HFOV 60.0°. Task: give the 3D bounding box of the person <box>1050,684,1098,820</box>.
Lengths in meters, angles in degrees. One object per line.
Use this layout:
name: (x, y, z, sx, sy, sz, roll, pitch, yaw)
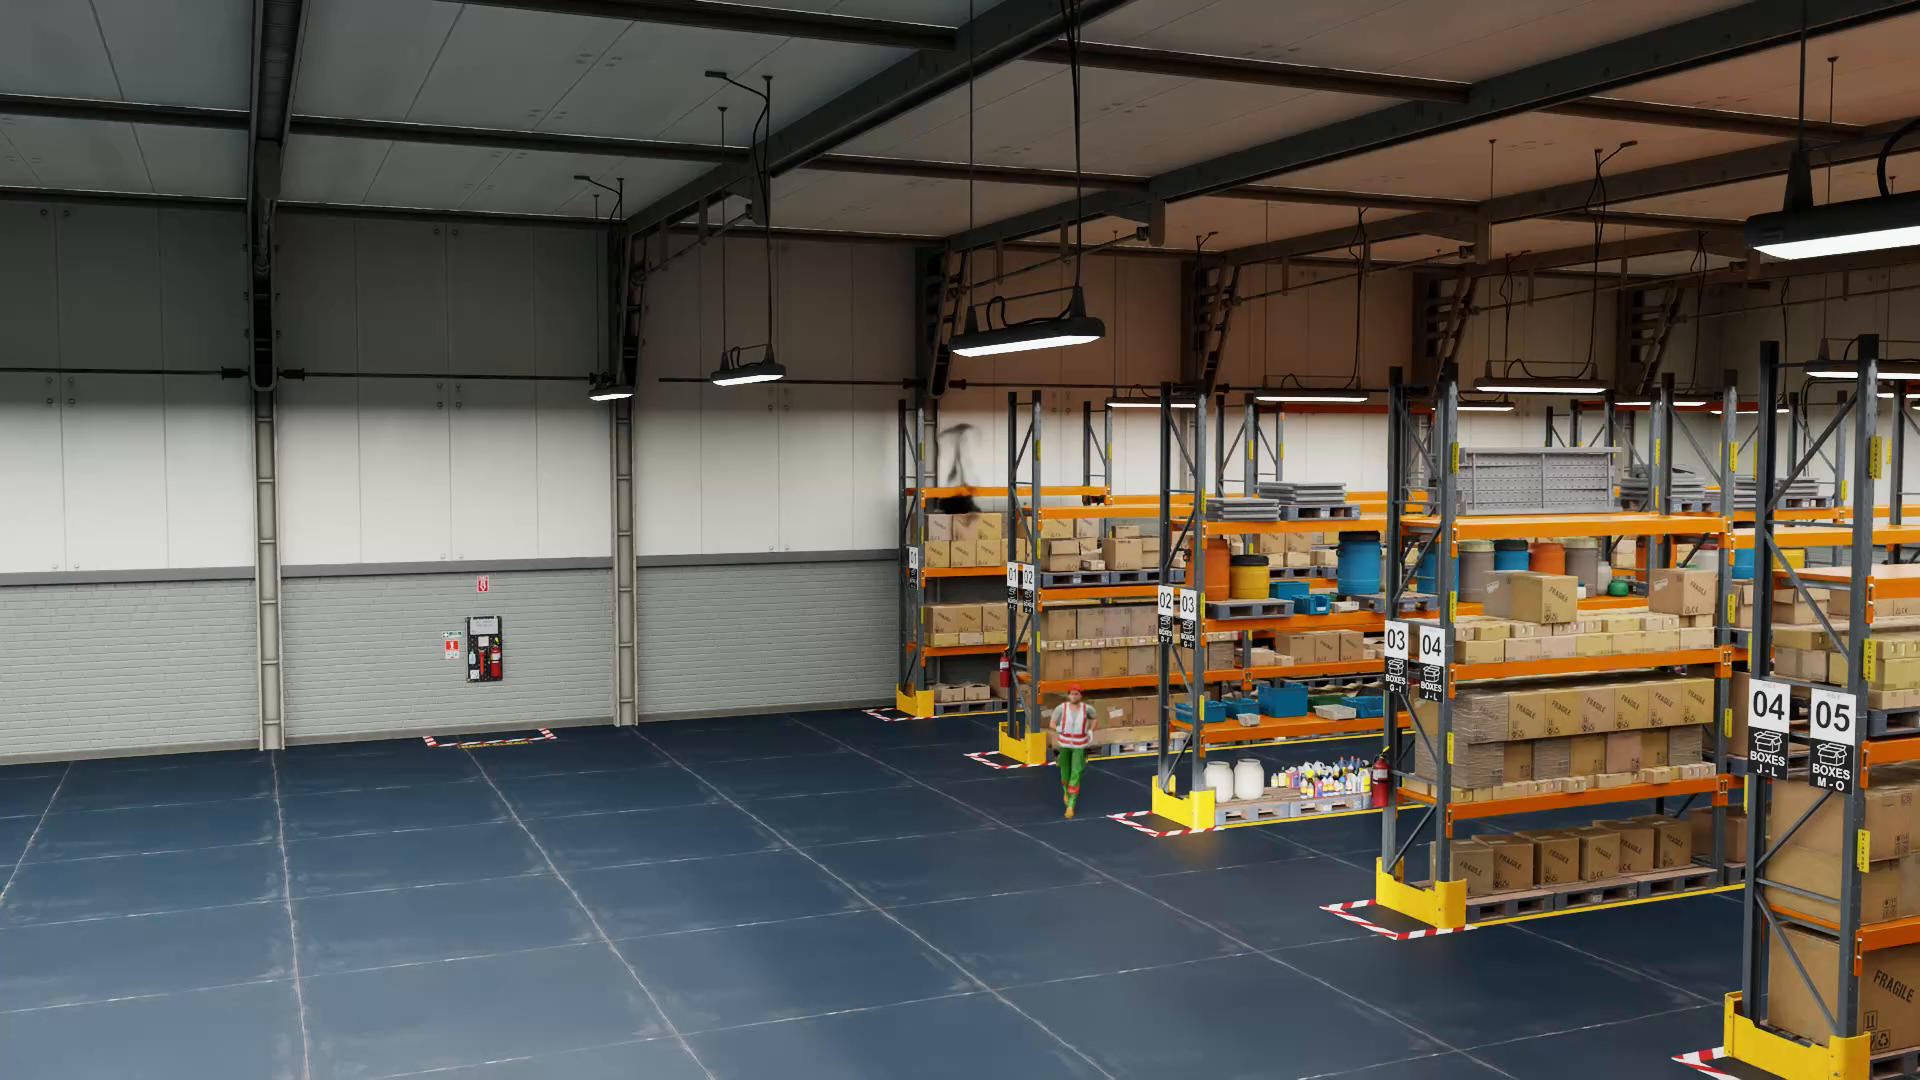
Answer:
person: (1.580, 2.902, 23.194, 0.662, 1.815, 0.946, 1, 3, 9)
